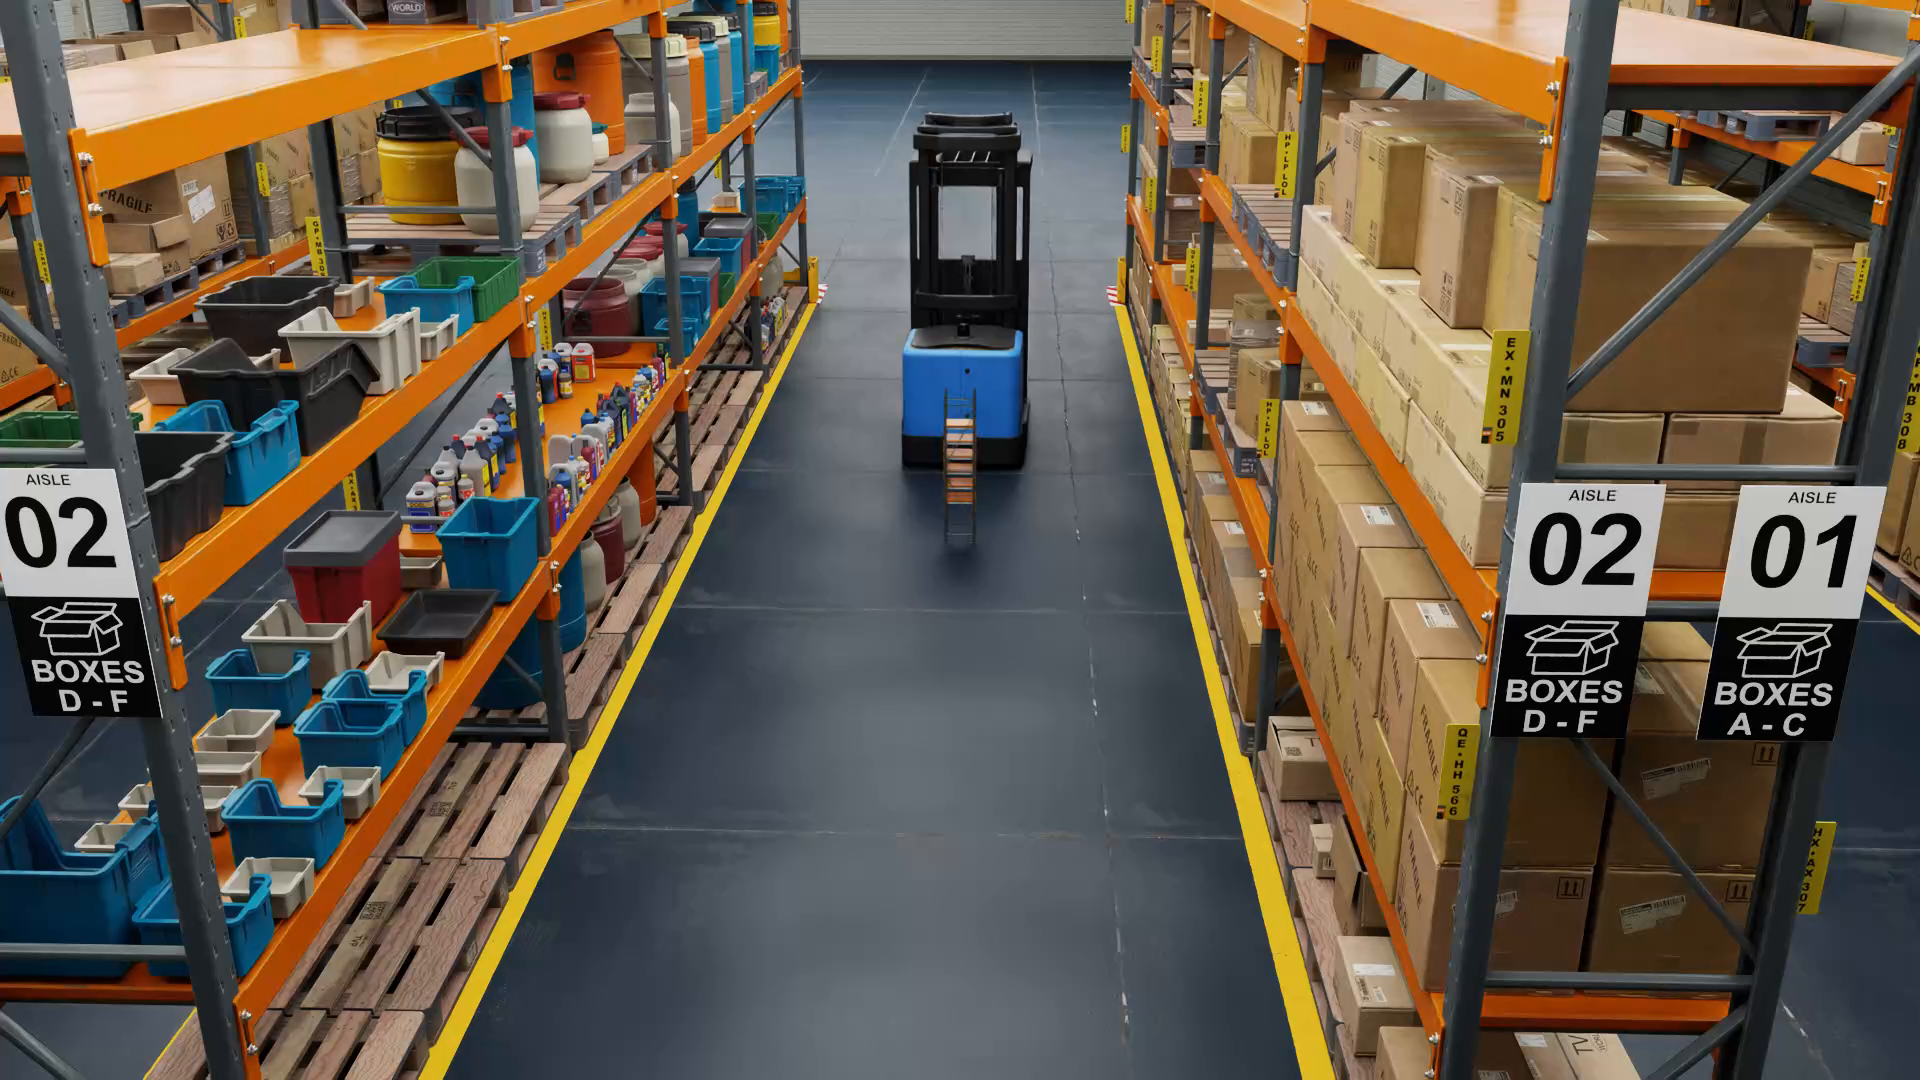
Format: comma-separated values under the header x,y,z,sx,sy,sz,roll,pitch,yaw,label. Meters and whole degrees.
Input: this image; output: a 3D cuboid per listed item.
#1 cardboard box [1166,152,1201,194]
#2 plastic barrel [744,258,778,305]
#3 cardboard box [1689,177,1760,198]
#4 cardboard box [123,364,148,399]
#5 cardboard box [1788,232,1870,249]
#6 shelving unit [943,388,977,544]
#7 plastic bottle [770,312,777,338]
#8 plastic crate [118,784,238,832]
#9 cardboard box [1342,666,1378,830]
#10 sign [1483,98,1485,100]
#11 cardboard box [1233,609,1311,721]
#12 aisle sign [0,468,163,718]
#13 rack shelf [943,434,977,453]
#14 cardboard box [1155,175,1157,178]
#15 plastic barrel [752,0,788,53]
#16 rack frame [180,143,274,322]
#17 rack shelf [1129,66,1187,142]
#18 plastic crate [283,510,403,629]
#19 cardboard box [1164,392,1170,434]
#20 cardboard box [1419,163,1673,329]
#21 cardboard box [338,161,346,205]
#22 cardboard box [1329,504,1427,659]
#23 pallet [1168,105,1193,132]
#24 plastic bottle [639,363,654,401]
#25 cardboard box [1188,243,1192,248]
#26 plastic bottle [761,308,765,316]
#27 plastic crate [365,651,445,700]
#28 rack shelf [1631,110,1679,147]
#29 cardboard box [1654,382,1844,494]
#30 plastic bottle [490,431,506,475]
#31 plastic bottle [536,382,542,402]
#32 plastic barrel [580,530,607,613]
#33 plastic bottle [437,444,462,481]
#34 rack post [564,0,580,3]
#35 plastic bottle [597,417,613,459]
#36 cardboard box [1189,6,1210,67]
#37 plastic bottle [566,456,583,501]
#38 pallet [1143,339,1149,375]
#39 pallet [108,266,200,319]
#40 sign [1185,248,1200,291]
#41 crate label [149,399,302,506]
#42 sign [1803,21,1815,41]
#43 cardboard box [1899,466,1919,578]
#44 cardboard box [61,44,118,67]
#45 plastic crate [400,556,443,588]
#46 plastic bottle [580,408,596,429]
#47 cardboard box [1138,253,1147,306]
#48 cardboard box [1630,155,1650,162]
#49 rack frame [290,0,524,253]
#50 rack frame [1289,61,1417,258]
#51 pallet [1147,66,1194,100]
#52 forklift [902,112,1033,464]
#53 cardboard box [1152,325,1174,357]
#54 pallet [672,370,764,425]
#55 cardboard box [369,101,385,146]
x,y,z,sx,sy,sz,roll,pitch,yaw,label
2.433,-3.747,16.608,0.700,0.500,0.500,1,21,2,cardboard box
-2.362,-3.053,19.610,0.421,0.512,0.421,0,21,0,plastic barrel
7.601,-3.339,16.630,0.500,0.500,0.500,0,21,0,cardboard box
-7.582,-1.287,15.047,0.700,0.500,0.500,2,21,6,cardboard box
7.276,-2.308,14.085,0.700,0.500,0.500,1,21,2,cardboard box
0.000,-0.565,12.825,0.258,1.200,0.189,1,21,2,shelving unit
-2.033,-2.344,18.071,0.061,0.283,0.133,2,21,4,plastic bottle
-3.023,1.041,6.480,0.396,0.136,0.243,1,21,2,plastic crate
1.836,0.824,6.620,0.500,0.500,0.500,1,21,2,cardboard box
8.758,-7.344,27.759,0.001,0.329,0.234,1,21,2,sign
1.911,0.736,9.833,0.500,0.500,0.500,1,21,1,cardboard box
-2.595,0.165,4.863,0.394,0.787,0.004,1,21,2,aisle sign
0.000,-0.747,12.755,0.258,0.103,0.180,1,21,2,rack shelf
2.253,-3.753,17.519,0.380,0.149,0.250,1,21,1,cardboard box
-2.291,-6.055,19.165,0.600,0.830,0.708,1,21,2,plastic barrel
-7.475,-3.045,16.731,1.000,3.000,0.127,1,21,2,rack frame
2.487,-4.721,17.898,1.077,0.370,4.000,1,21,2,rack shelf
-3.046,0.164,8.289,0.402,0.464,0.583,1,21,2,plastic crate
2.120,-1.150,15.066,0.500,0.250,0.500,1,21,3,cardboard box
2.068,-1.055,5.935,0.700,0.500,0.500,1,21,2,cardboard box
-7.378,-3.935,18.475,0.875,0.500,0.500,1,21,2,cardboard box
1.841,0.171,6.921,0.500,0.500,0.500,1,21,3,cardboard box
2.267,-3.450,13.888,1.003,0.211,1.213,2,21,4,pallet
-2.267,-1.138,11.994,0.097,0.271,0.097,0,21,0,plastic bottle
2.455,-2.687,16.014,0.500,0.250,0.500,2,21,5,cardboard box
-2.216,-2.428,18.297,0.152,0.276,0.135,1,21,2,plastic bottle
-2.521,0.629,7.542,0.293,0.136,0.466,1,21,2,plastic crate
7.439,-4.668,17.761,1.077,0.370,4.000,1,21,2,rack shelf
2.337,-0.341,5.130,0.500,0.250,0.500,1,21,2,cardboard box
-2.923,-0.553,10.485,0.097,0.271,0.097,0,21,0,plastic bottle
-3.032,-1.042,11.842,0.097,0.201,0.097,0,21,0,plastic bottle
-2.606,0.210,11.200,0.421,0.512,0.421,0,21,0,plastic barrel
-3.067,-0.411,10.011,0.144,0.351,0.185,1,21,2,plastic bottle
-2.834,-3.395,10.031,0.937,0.300,0.954,3,21,7,rack post
-2.307,-0.662,10.766,0.097,0.271,0.097,0,21,0,plastic bottle
2.368,-4.586,15.146,0.500,0.500,0.500,1,21,2,cardboard box
-2.331,-0.376,10.028,0.097,0.271,0.097,0,21,0,plastic bottle
2.492,-1.922,17.691,1.003,0.211,1.213,1,21,2,pallet
-7.578,-2.226,14.884,1.003,0.211,1.213,1,21,2,pallet
1.750,-2.034,12.523,0.100,0.325,0.005,1,21,2,sign
-2.539,-0.311,5.743,0.408,0.251,0.502,1,21,2,crate label
7.933,-4.700,15.590,0.100,0.325,0.005,1,21,2,sign
7.070,-0.048,11.398,0.750,0.750,0.750,1,21,1,cardboard box
-7.298,-3.810,13.725,0.500,0.500,0.500,0,21,0,cardboard box
-2.925,0.163,8.743,0.396,0.136,0.243,1,21,2,plastic crate
-2.445,-0.734,10.951,0.097,0.271,0.097,0,21,0,plastic bottle
2.261,-2.911,18.569,0.500,0.500,0.500,1,21,2,cardboard box
7.134,-3.896,18.066,0.500,0.500,0.500,1,21,3,cardboard box
-2.768,-2.895,8.051,1.000,3.000,0.127,1,21,2,rack frame
2.183,-2.839,7.907,1.000,3.000,0.127,1,21,2,rack frame
2.426,-4.601,16.716,1.003,0.211,1.213,1,21,2,pallet
0.104,-2.517,15.464,1.130,2.935,3.031,1,21,4,forklift
2.165,-1.964,16.389,0.500,0.311,0.500,1,21,2,cardboard box
-2.510,-1.407,16.362,1.003,0.211,1.213,1,21,2,pallet
-7.123,-4.942,19.686,0.500,0.500,0.500,1,21,2,cardboard box
